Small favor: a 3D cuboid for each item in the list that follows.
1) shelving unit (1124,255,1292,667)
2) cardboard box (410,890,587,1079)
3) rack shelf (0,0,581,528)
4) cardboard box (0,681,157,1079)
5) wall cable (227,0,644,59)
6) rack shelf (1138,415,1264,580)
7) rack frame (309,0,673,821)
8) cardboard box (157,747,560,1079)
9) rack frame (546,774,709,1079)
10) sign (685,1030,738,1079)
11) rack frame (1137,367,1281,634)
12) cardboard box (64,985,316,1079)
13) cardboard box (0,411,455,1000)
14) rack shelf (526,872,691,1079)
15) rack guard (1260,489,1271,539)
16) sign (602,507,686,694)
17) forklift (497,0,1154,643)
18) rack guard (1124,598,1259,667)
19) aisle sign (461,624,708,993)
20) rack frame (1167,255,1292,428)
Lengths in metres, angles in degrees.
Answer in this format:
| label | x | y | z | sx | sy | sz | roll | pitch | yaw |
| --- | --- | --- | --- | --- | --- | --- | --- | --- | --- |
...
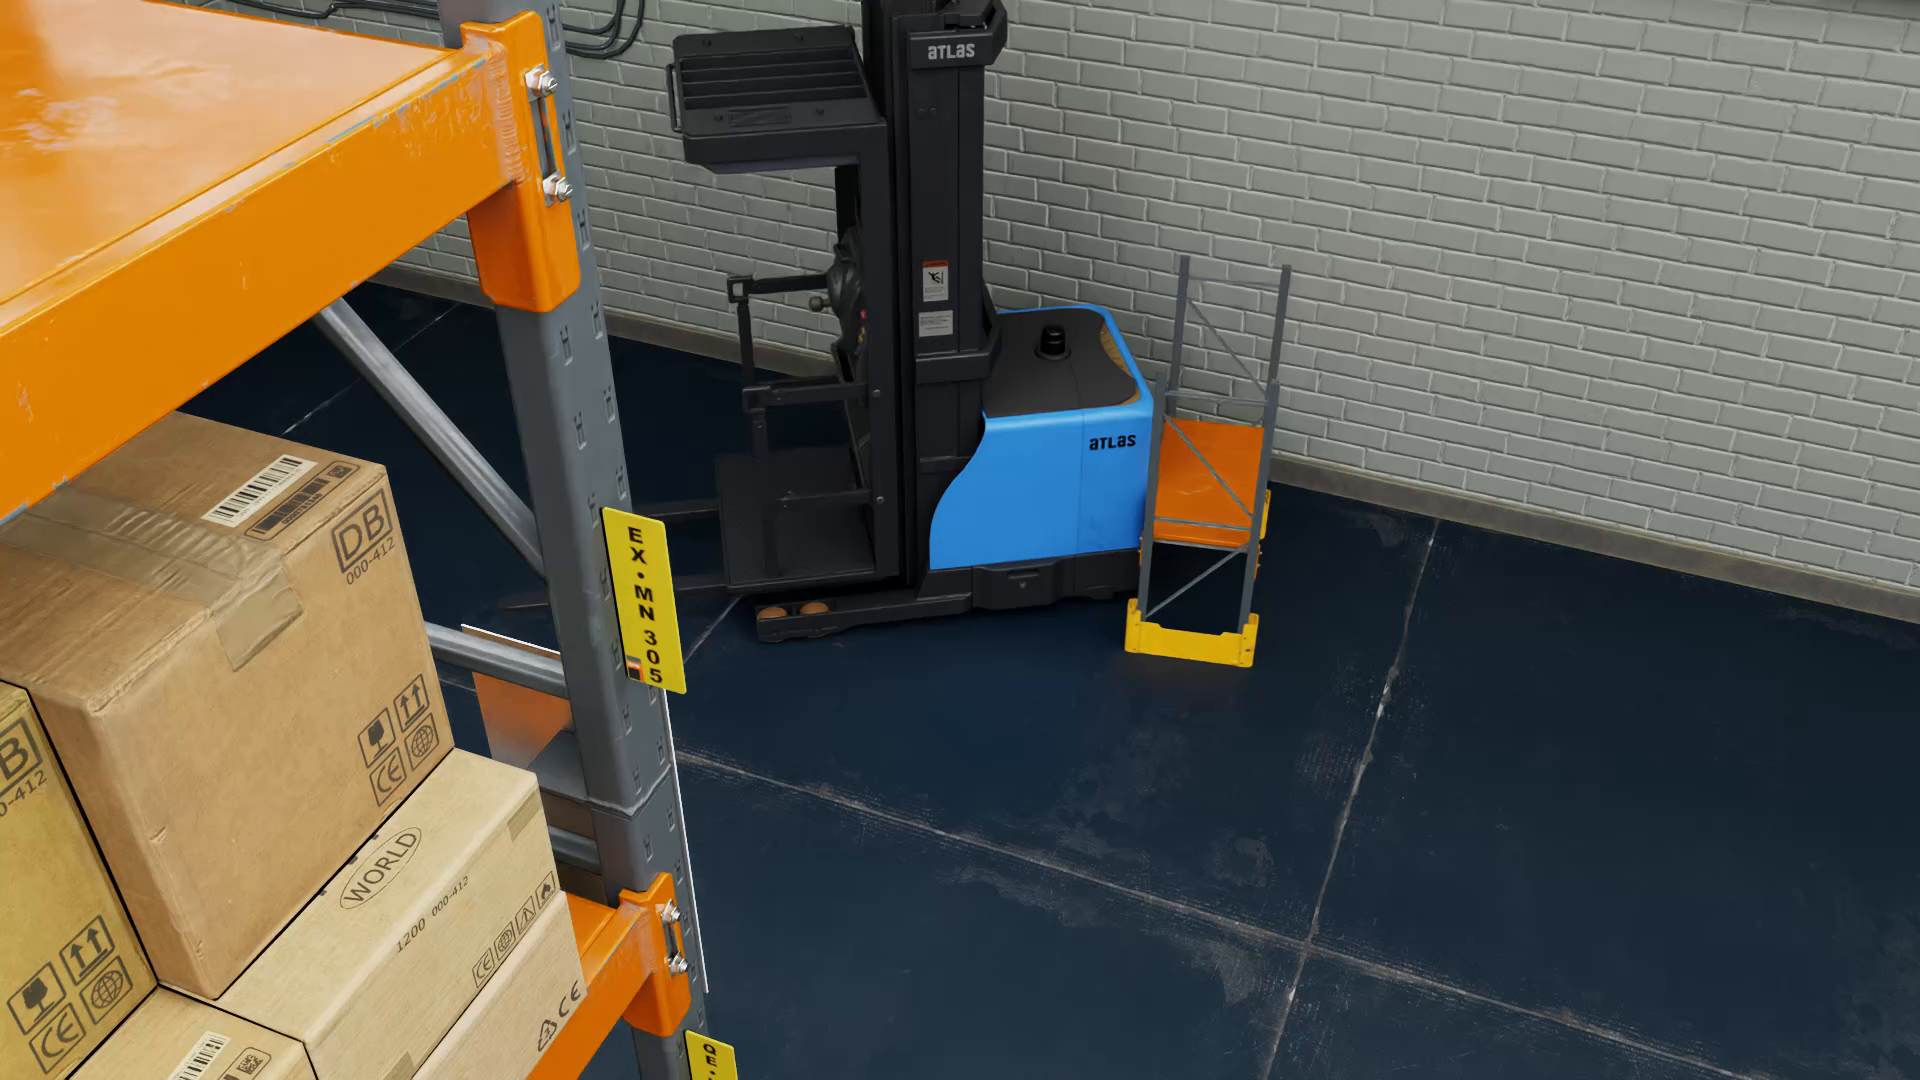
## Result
| label | x | y | z | sx | sy | sz | roll | pitch | yaw |
| --- | --- | --- | --- | --- | --- | --- | --- | --- | --- |
| shelving unit | 1.151 | -0.370 | 7.593 | 0.587 | 1.500 | 1.083 | 7 | 37 | 9 |
| cardboard box | -0.925 | 0.717 | 2.507 | 0.500 | 0.250 | 0.500 | 14 | 39 | 18 |
| rack shelf | -1.734 | 0.507 | 0.760 | 1.077 | 0.370 | 4.000 | 14 | 39 | 18 |
| cardboard box | -1.422 | 0.417 | 1.864 | 0.700 | 0.500 | 0.500 | 14 | 39 | 18 |
| wall cable | -3.073 | -3.822 | 8.542 | 3.097 | 2.526 | 0.112 | 14 | 39 | 18 |
| rack shelf | 1.149 | -0.220 | 7.694 | 0.538 | 0.185 | 1.000 | 7 | 37 | 9 |
| rack frame | -0.973 | -0.890 | 2.025 | 1.000 | 3.000 | 0.127 | 14 | 39 | 18 |
| cardboard box | -0.933 | 0.514 | 2.360 | 0.500 | 0.250 | 0.500 | 14 | 39 | 18 |
| rack frame | -0.973 | 1.513 | 3.821 | 1.000 | 3.000 | 0.127 | 14 | 39 | 18 |
| sign | -0.468 | 1.061 | 3.196 | 0.100 | 0.325 | 0.005 | 14 | 39 | 18 |
| rack frame | 1.048 | -0.066 | 7.187 | 0.500 | 1.500 | 0.032 | 7 | 37 | 9 |
| cardboard box | -1.123 | 0.791 | 1.990 | 0.500 | 0.250 | 0.500 | 14 | 39 | 18 |
| cardboard box | -1.154 | 0.160 | 2.208 | 0.700 | 0.500 | 0.500 | 14 | 39 | 18 |
| rack shelf | -1.734 | 1.707 | 1.657 | 1.077 | 0.370 | 4.000 | 14 | 39 | 18 |
| rack guard | 1.251 | -0.161 | 8.358 | 0.587 | 0.250 | 0.087 | 7 | 37 | 9 |
| sign | -0.468 | 0.095 | 2.474 | 0.100 | 0.325 | 0.005 | 14 | 39 | 18 |
| forklift | -0.673 | -1.041 | 7.296 | 3.031 | 2.935 | 1.130 | -6 | 37 | -8 |
| rack guard | 1.052 | 0.423 | 7.577 | 0.587 | 0.250 | 0.087 | 7 | 37 | 9 |
| aisle sign | -0.664 | 0.504 | 3.000 | 0.394 | 0.787 | 0.004 | 14 | 39 | 18 |
| rack frame | 1.251 | -0.662 | 7.985 | 0.500 | 1.500 | 0.032 | 7 | 37 | 9 |
